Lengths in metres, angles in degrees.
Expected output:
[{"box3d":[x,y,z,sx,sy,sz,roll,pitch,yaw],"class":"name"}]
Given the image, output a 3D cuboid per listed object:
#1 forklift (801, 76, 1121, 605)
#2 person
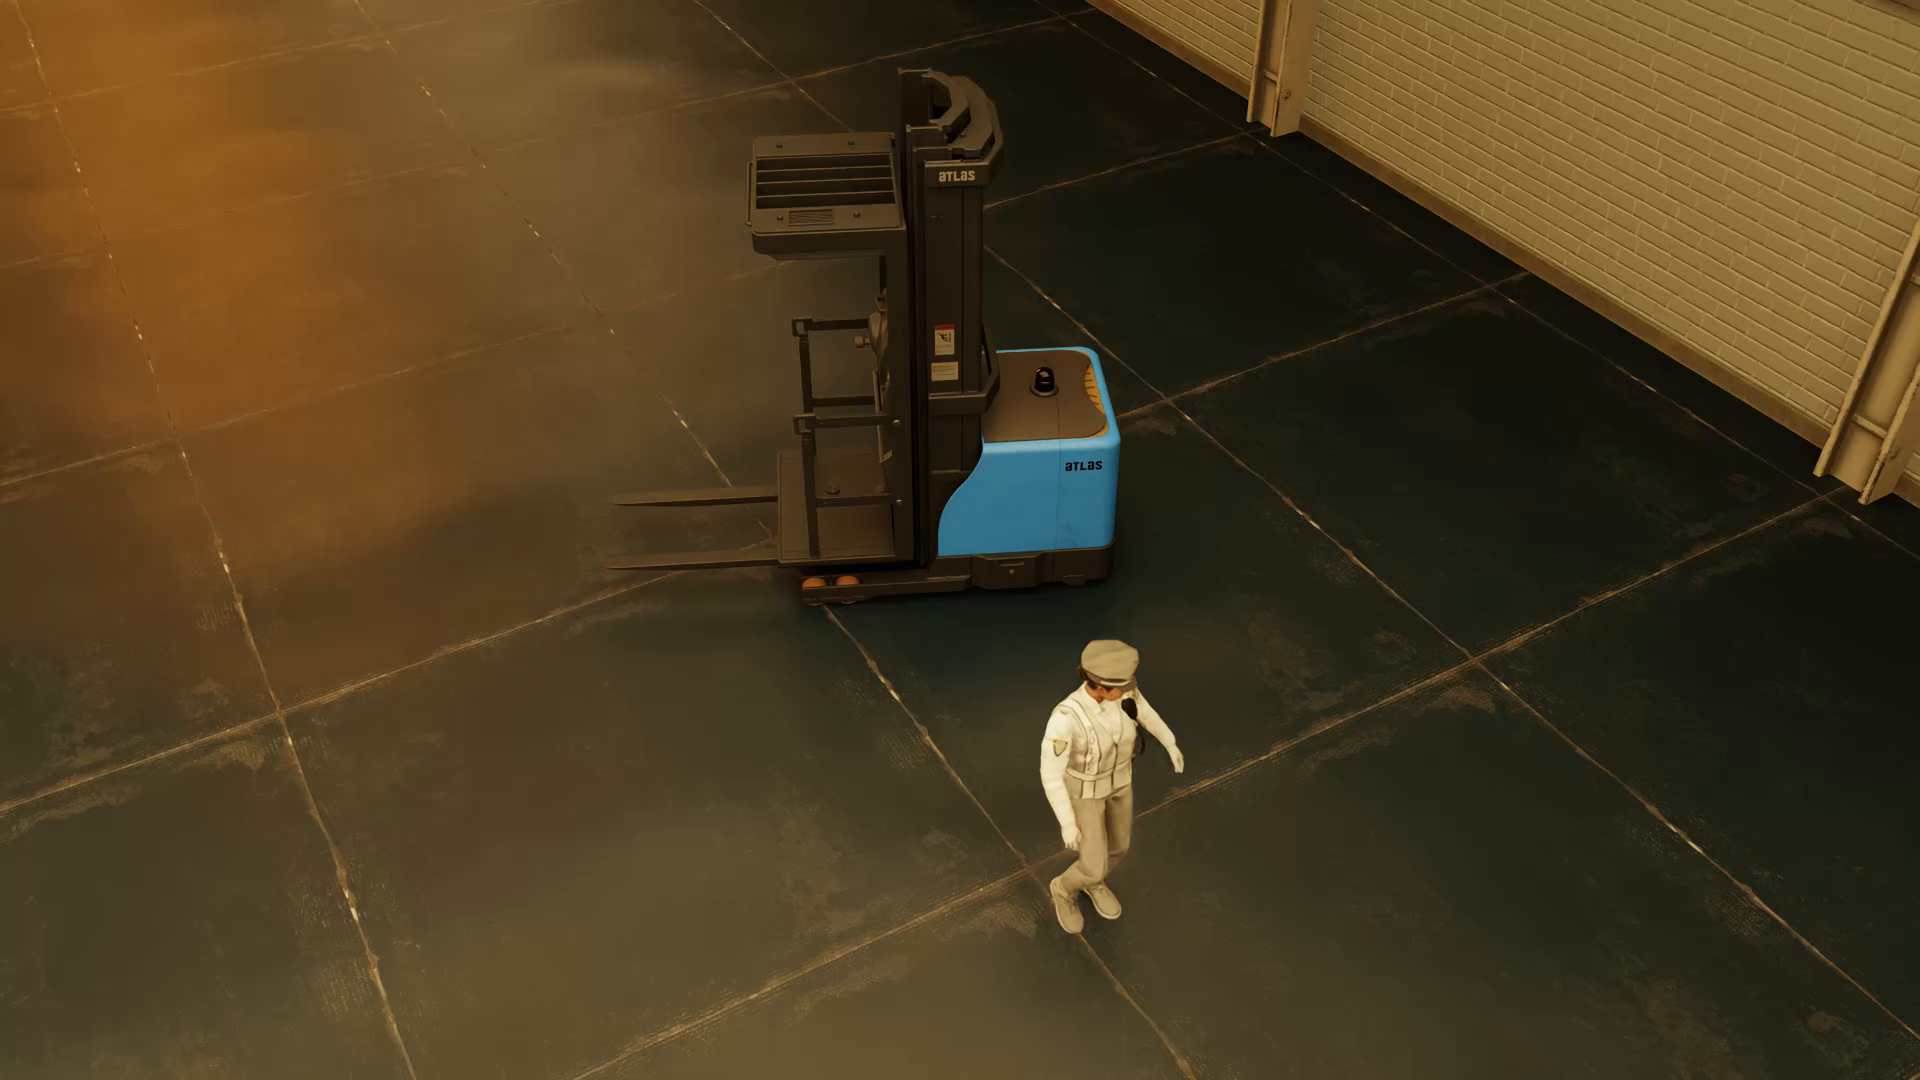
[{"box3d":[-0.078,-1.099,9.411,1.939,2.867,1.129,-3,40,-4],"class":"forklift"},{"box3d":[0.699,1.157,7.691,0.738,1.633,0.440,-24,45,-26],"class":"person"}]
